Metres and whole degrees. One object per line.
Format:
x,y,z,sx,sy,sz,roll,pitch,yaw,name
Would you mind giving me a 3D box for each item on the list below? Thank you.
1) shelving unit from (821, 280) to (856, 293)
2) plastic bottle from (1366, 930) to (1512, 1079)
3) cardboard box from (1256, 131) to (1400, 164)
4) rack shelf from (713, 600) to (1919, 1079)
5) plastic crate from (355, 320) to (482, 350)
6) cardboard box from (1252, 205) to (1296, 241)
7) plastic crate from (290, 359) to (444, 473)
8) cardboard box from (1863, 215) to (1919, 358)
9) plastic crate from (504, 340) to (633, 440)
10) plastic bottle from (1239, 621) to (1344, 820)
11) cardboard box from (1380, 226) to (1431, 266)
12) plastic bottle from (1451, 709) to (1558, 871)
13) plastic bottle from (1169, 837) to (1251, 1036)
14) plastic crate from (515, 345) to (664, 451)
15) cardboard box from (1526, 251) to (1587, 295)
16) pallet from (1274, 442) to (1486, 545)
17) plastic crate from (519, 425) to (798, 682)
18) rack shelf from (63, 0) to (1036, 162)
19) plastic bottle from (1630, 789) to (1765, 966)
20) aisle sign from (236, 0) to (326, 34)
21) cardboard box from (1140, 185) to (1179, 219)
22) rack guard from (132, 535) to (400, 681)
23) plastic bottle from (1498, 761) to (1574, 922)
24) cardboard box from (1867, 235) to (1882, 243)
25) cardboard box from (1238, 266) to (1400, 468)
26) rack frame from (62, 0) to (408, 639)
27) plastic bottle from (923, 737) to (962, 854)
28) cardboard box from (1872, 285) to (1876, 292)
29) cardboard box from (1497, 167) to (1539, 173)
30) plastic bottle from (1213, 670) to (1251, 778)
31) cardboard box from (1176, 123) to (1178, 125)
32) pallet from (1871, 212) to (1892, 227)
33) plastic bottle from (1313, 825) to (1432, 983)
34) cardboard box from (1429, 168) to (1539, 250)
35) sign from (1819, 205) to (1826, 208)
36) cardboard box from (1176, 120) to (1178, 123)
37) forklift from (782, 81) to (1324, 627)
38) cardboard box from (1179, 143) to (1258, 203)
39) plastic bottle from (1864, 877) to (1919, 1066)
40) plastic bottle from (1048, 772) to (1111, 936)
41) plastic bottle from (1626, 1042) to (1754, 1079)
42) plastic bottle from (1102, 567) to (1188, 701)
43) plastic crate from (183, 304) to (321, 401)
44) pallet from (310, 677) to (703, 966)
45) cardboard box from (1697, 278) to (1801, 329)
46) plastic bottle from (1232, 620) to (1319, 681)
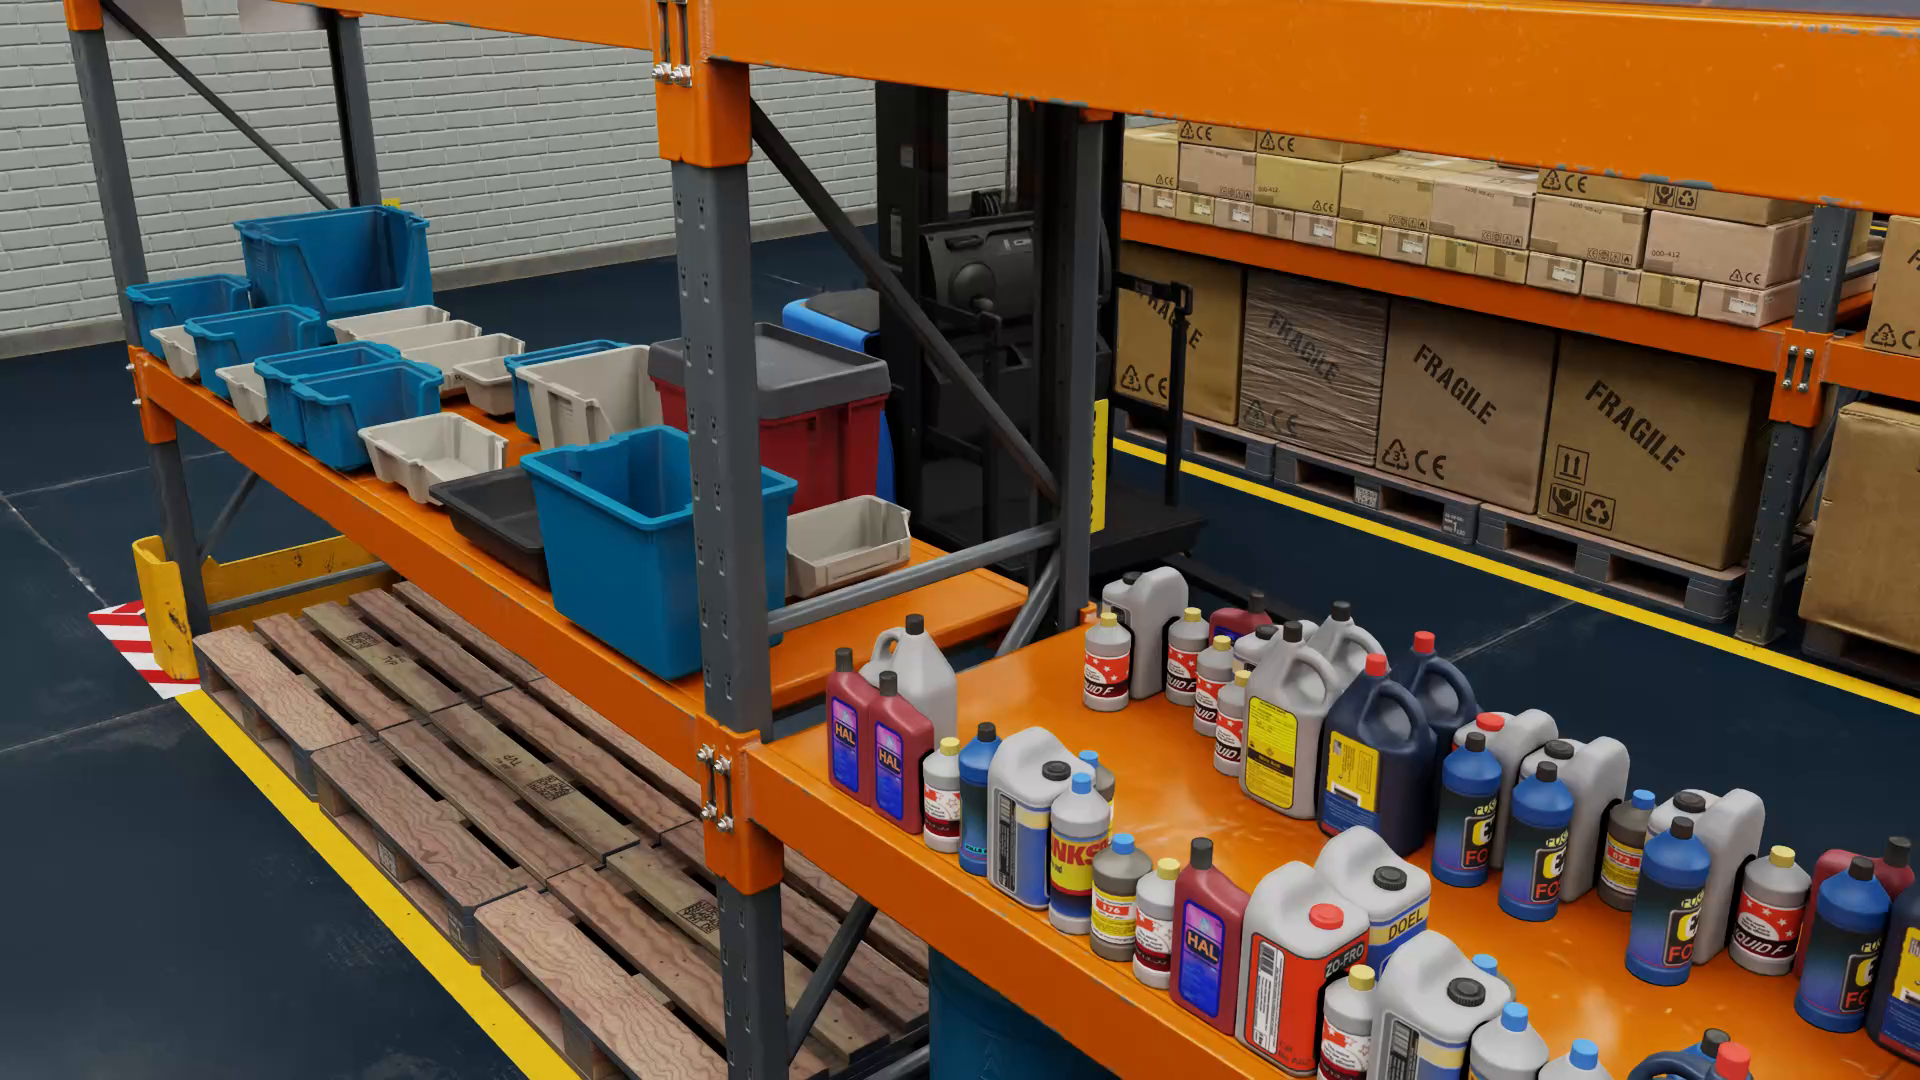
-0.548,-0.782,8.541,0.215,1.050,0.252,-14,25,-32,shelving unit
0.659,0.688,2.283,0.152,0.276,0.135,-17,27,-37,plastic bottle
1.809,-2.133,8.087,0.500,0.500,0.500,-18,28,-39,cardboard box
1.195,0.980,2.356,1.077,0.370,4.000,-17,27,-37,rack shelf
-1.873,-0.652,5.816,0.396,0.136,0.243,-17,27,-37,plastic crate
1.685,-1.615,8.339,0.380,0.149,0.250,-18,28,-38,cardboard box
-1.754,-0.370,4.962,0.416,0.233,0.300,-17,27,-37,plastic crate
3.753,-0.947,6.151,0.500,0.500,0.500,-17,27,-37,cardboard box
-1.186,-0.457,5.184,0.416,0.233,0.300,-17,27,-37,plastic crate
0.629,0.326,3.108,0.144,0.351,0.185,-17,27,-37,plastic bottle
2.191,-1.402,7.794,0.380,0.149,0.250,-17,27,-37,cardboard box
0.960,0.422,2.963,0.152,0.276,0.135,-17,27,-37,plastic bottle
0.386,0.595,2.513,0.061,0.283,0.133,-17,27,-37,plastic bottle
-0.967,-0.346,4.835,0.437,0.282,0.530,-17,27,-37,plastic crate
2.692,-1.189,7.252,0.380,0.149,0.250,-17,27,-36,cardboard box
2.405,-0.354,8.600,1.003,0.211,1.213,-17,27,-37,pallet
-0.673,0.024,3.750,0.392,0.384,0.575,-17,27,-37,plastic crate
-1.416,-1.522,4.631,1.077,0.370,4.000,-17,27,-37,rack shelf
1.199,0.523,2.705,0.152,0.276,0.135,-17,27,-37,plastic bottle
-2.546,-2.313,6.212,0.394,0.787,0.004,-17,27,-37,aisle sign
1.181,-1.828,8.882,0.380,0.149,0.250,-18,28,-38,cardboard box
-2.747,0.147,6.922,1.175,0.500,0.348,-17,27,-37,rack guard
0.965,0.496,2.780,0.097,0.271,0.097,0,21,0,plastic bottle
6.205,-2.033,11.579,0.380,0.149,0.250,-19,28,-39,cardboard box
2.104,-0.989,8.734,0.875,0.875,0.875,-17,27,-37,cardboard box
-2.721,-1.013,6.457,1.000,3.000,0.127,-17,27,-37,rack frame
-0.018,0.452,2.990,0.097,0.201,0.097,0,21,0,plastic bottle
6.215,-1.637,10.975,0.380,0.149,0.250,-19,28,-40,cardboard box
2.871,-1.628,7.826,0.500,0.250,0.500,-17,27,-36,cardboard box
0.548,0.352,3.244,0.097,0.201,0.097,0,21,0,plastic bottle
1.549,-2.190,9.260,0.500,0.250,0.500,-18,28,-38,cardboard box
9.120,-3.050,15.483,1.003,0.211,1.213,-17,27,-37,pallet
0.623,0.588,2.540,0.152,0.276,0.135,-17,27,-37,plastic bottle
2.482,-1.498,7.495,0.500,0.250,0.500,-17,27,-36,cardboard box
3.223,-1.394,6.135,0.100,0.325,0.005,-17,27,-37,sign
1.548,-2.538,9.120,0.500,0.500,0.500,-17,27,-37,cardboard box
0.379,-1.162,6.933,1.130,2.935,3.031,-14,25,-32,forklift
1.484,-1.922,8.575,0.500,0.250,0.500,-18,28,-38,cardboard box
1.457,0.596,2.418,0.144,0.351,0.185,-17,27,-37,plastic bottle
0.197,0.510,2.745,0.097,0.271,0.097,0,21,0,plastic bottle
0.888,0.752,2.017,0.144,0.351,0.185,-17,27,-37,plastic bottle
0.392,0.182,3.577,0.152,0.276,0.135,-17,27,-37,plastic bottle
-2.380,-0.634,5.638,0.416,0.233,0.300,-17,27,-37,plastic crate
-1.420,0.859,5.500,1.003,0.211,1.213,-17,27,-37,pallet
3.195,-0.976,6.708,0.380,0.149,0.250,-17,27,-37,cardboard box
0.631,0.283,3.319,0.152,0.276,0.135,-17,27,-37,plastic bottle
